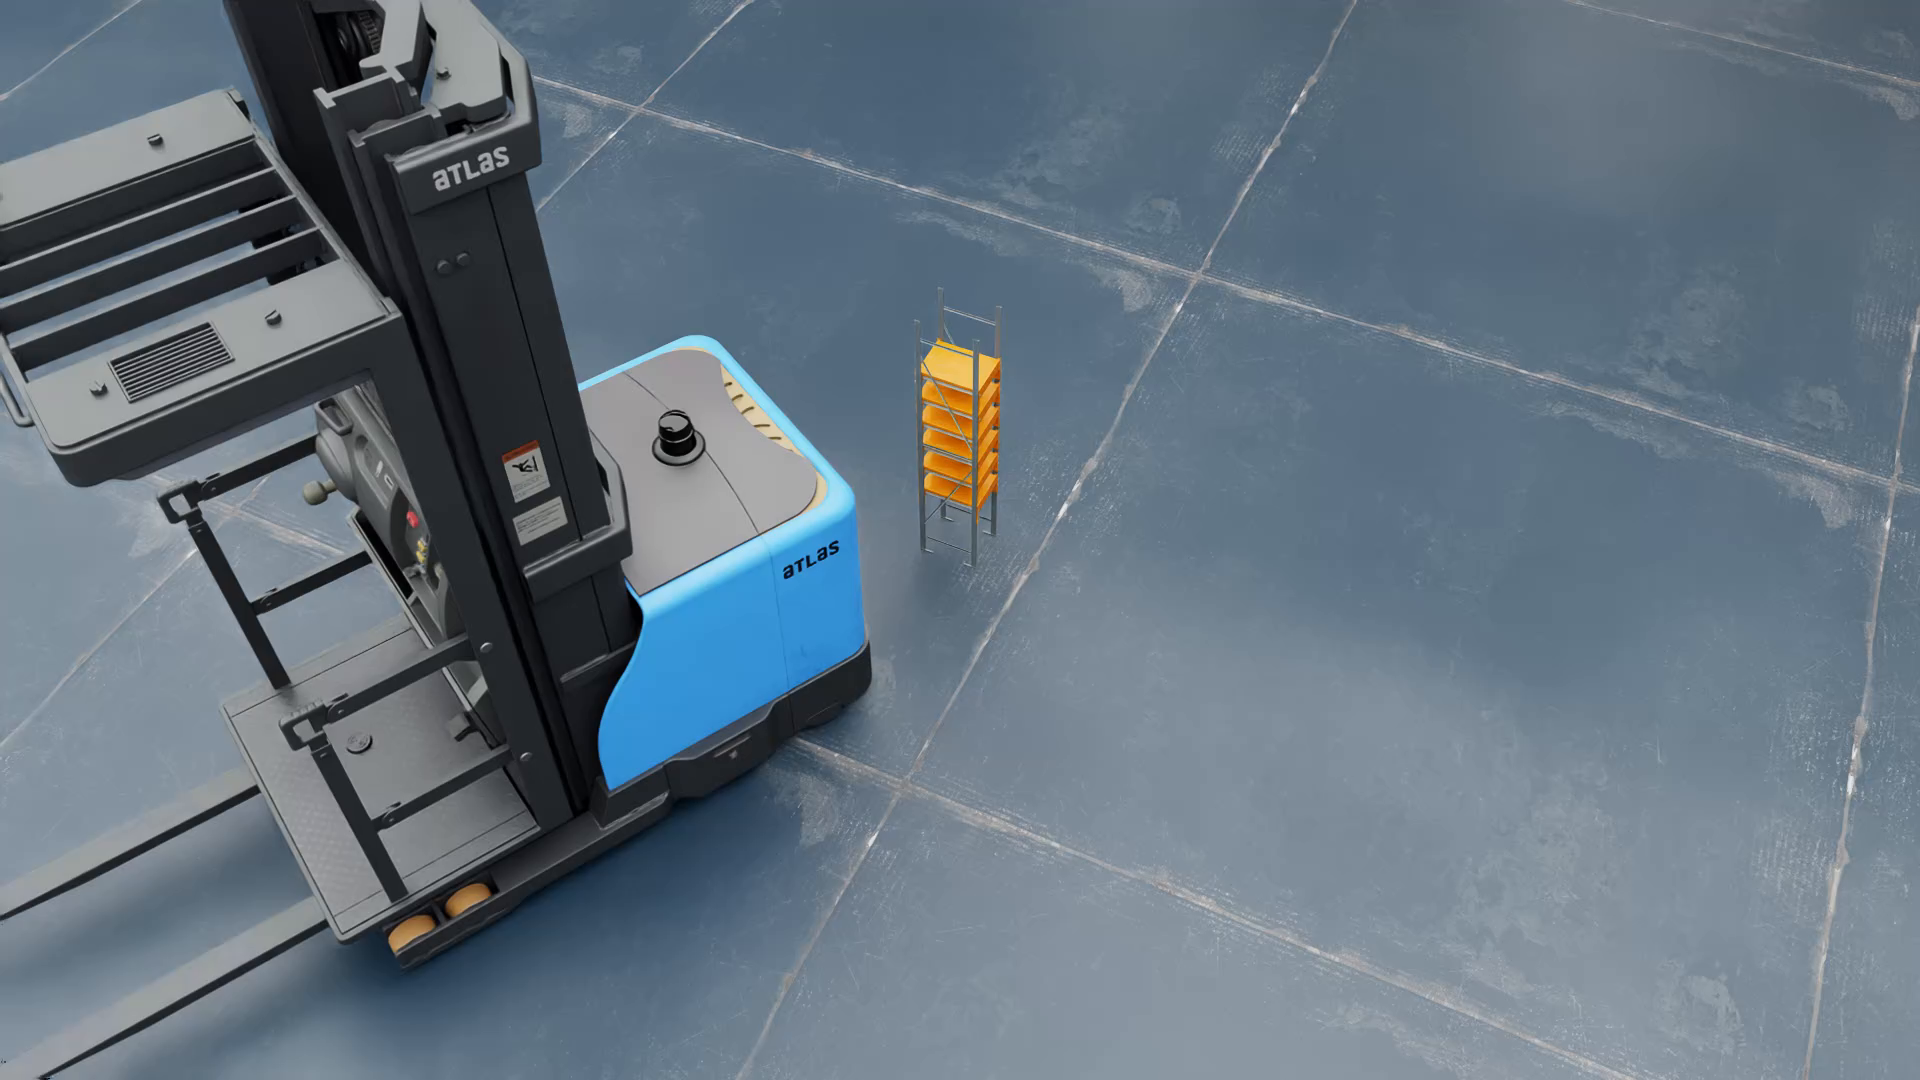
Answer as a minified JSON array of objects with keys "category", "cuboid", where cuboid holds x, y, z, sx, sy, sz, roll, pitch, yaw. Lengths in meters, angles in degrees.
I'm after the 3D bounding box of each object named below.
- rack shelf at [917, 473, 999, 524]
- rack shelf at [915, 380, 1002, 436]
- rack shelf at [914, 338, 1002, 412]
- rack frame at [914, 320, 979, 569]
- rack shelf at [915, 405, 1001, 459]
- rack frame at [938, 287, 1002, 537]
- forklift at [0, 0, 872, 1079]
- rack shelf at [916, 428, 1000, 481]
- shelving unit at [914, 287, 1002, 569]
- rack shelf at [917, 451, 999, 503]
[{"category":"rack shelf","cuboid":[-0.006,-0.195,6.316,0.258,0.103,0.180,20,52,16]},{"category":"rack shelf","cuboid":[-0.006,-0.506,5.951,0.258,0.103,0.180,20,52,16]},{"category":"rack shelf","cuboid":[-0.006,-0.583,5.859,0.258,0.103,0.180,20,52,16]},{"category":"rack frame","cuboid":[-0.045,-0.316,6.046,0.240,1.200,0.006,20,52,16]},{"category":"rack shelf","cuboid":[-0.006,-0.428,6.042,0.258,0.103,0.180,20,52,16]},{"category":"rack frame","cuboid":[0.033,-0.442,6.153,0.240,1.200,0.006,20,52,16]},{"category":"forklift","cuboid":[-1.815,-0.040,4.675,3.031,2.935,1.130,-29,55,-22]},{"category":"rack shelf","cuboid":[-0.006,-0.350,6.134,0.258,0.103,0.180,20,52,16]},{"category":"shelving unit","cuboid":[-0.006,-0.379,6.100,0.258,1.200,0.189,20,52,16]},{"category":"rack shelf","cuboid":[-0.006,-0.272,6.225,0.258,0.103,0.180,20,52,16]}]
